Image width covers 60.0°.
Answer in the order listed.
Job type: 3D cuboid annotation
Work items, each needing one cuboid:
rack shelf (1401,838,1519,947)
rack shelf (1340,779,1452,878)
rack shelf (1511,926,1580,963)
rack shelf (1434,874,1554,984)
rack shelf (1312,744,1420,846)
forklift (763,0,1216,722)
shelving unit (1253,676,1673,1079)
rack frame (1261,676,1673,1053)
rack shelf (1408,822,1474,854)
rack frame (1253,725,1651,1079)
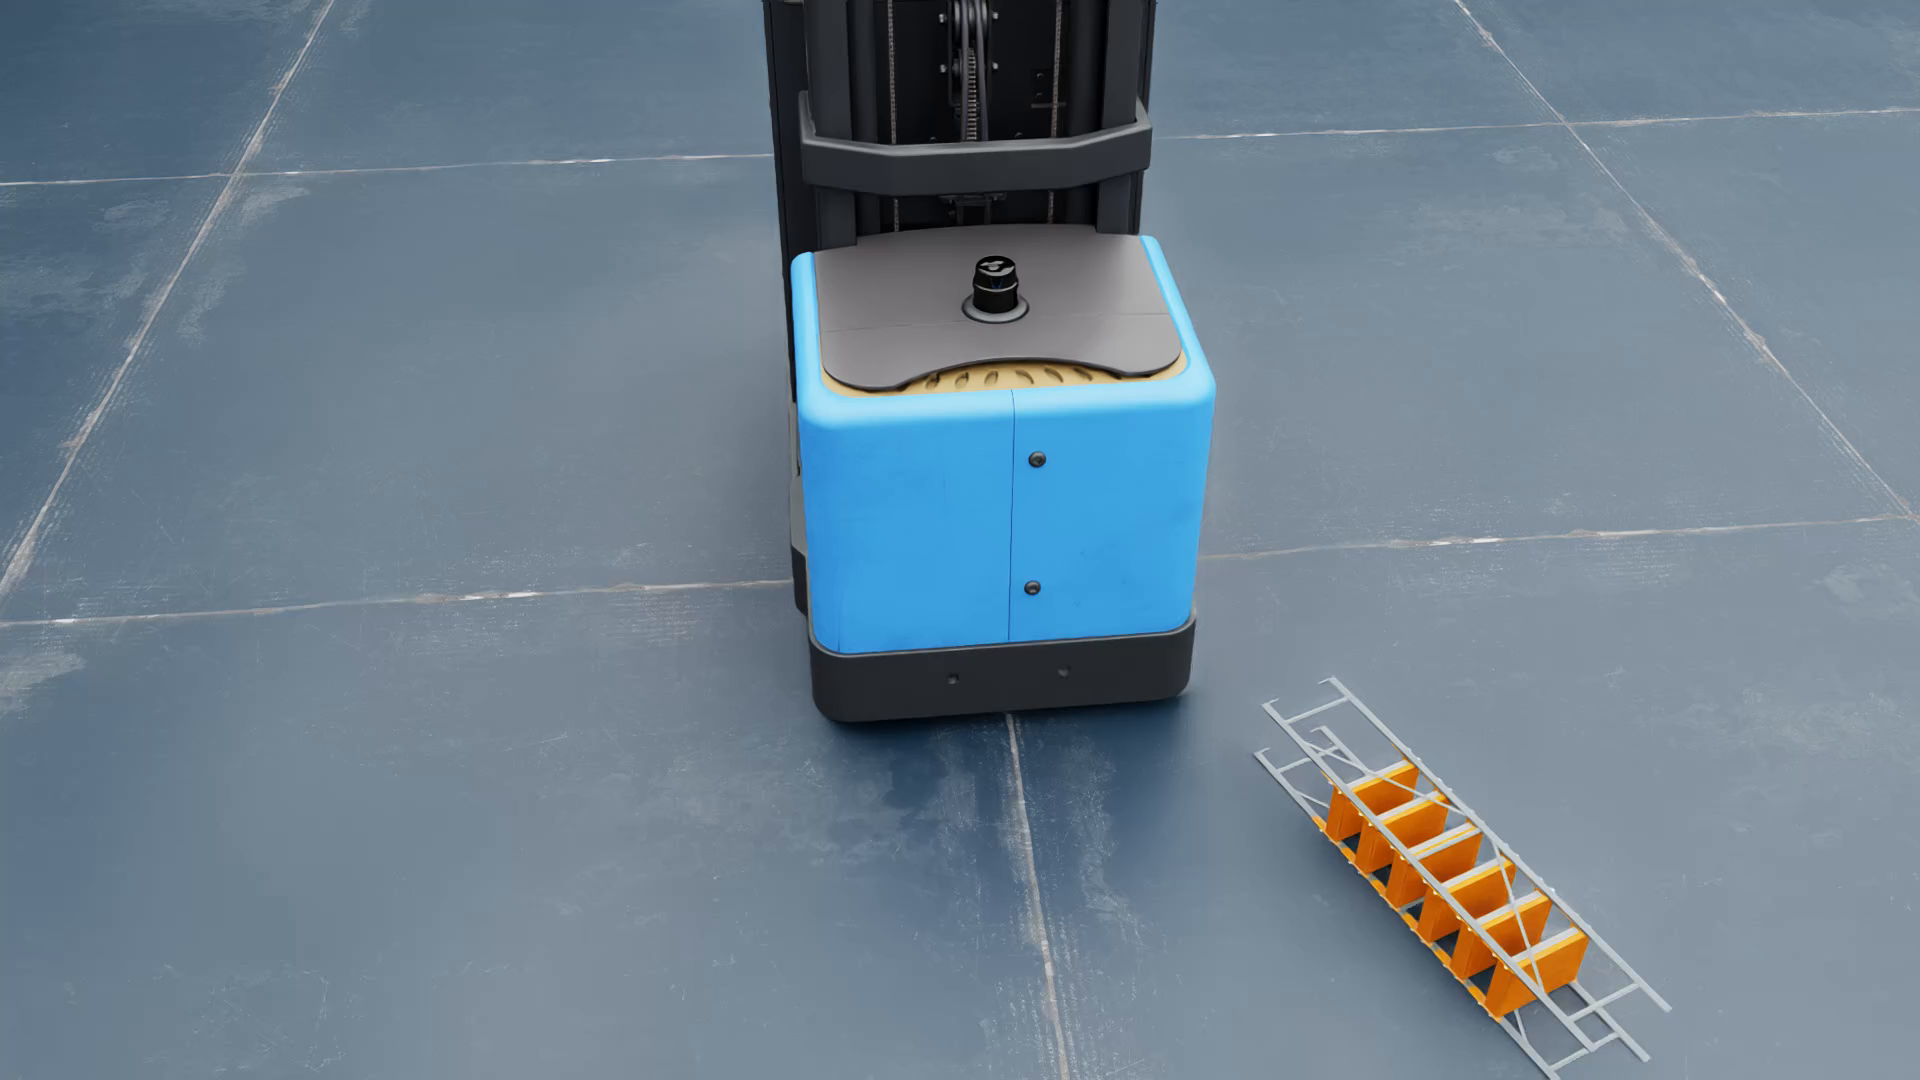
[{"bbox_3d":[1.213,0.846,4.021,0.258,0.180,0.103,-18,42,-21],"label":"rack shelf"},{"bbox_3d":[1.102,0.714,4.189,0.258,0.180,0.103,-18,42,-21],"label":"rack shelf"},{"bbox_3d":[1.332,0.989,3.840,0.199,0.166,0.020,-18,42,-21],"label":"rack shelf"},{"bbox_3d":[1.268,0.912,3.938,0.258,0.180,0.103,-18,42,-21],"label":"rack shelf"},{"bbox_3d":[1.046,0.648,4.272,0.258,0.180,0.103,-18,42,-21],"label":"rack shelf"},{"bbox_3d":[-0.027,-1.525,4.887,1.129,2.843,3.031,-4,38,-5],"label":"forklift"},{"bbox_3d":[1.178,0.804,4.074,0.258,0.189,1.200,-18,42,-21],"label":"shelving unit"},{"bbox_3d":[1.178,0.733,4.017,0.240,0.006,1.200,-18,42,-21],"label":"rack frame"},{"bbox_3d":[1.166,0.791,4.091,0.199,0.166,0.020,-18,42,-21],"label":"rack shelf"},{"bbox_3d":[1.178,0.876,4.131,0.240,0.006,1.200,-18,42,-21],"label":"rack frame"}]
